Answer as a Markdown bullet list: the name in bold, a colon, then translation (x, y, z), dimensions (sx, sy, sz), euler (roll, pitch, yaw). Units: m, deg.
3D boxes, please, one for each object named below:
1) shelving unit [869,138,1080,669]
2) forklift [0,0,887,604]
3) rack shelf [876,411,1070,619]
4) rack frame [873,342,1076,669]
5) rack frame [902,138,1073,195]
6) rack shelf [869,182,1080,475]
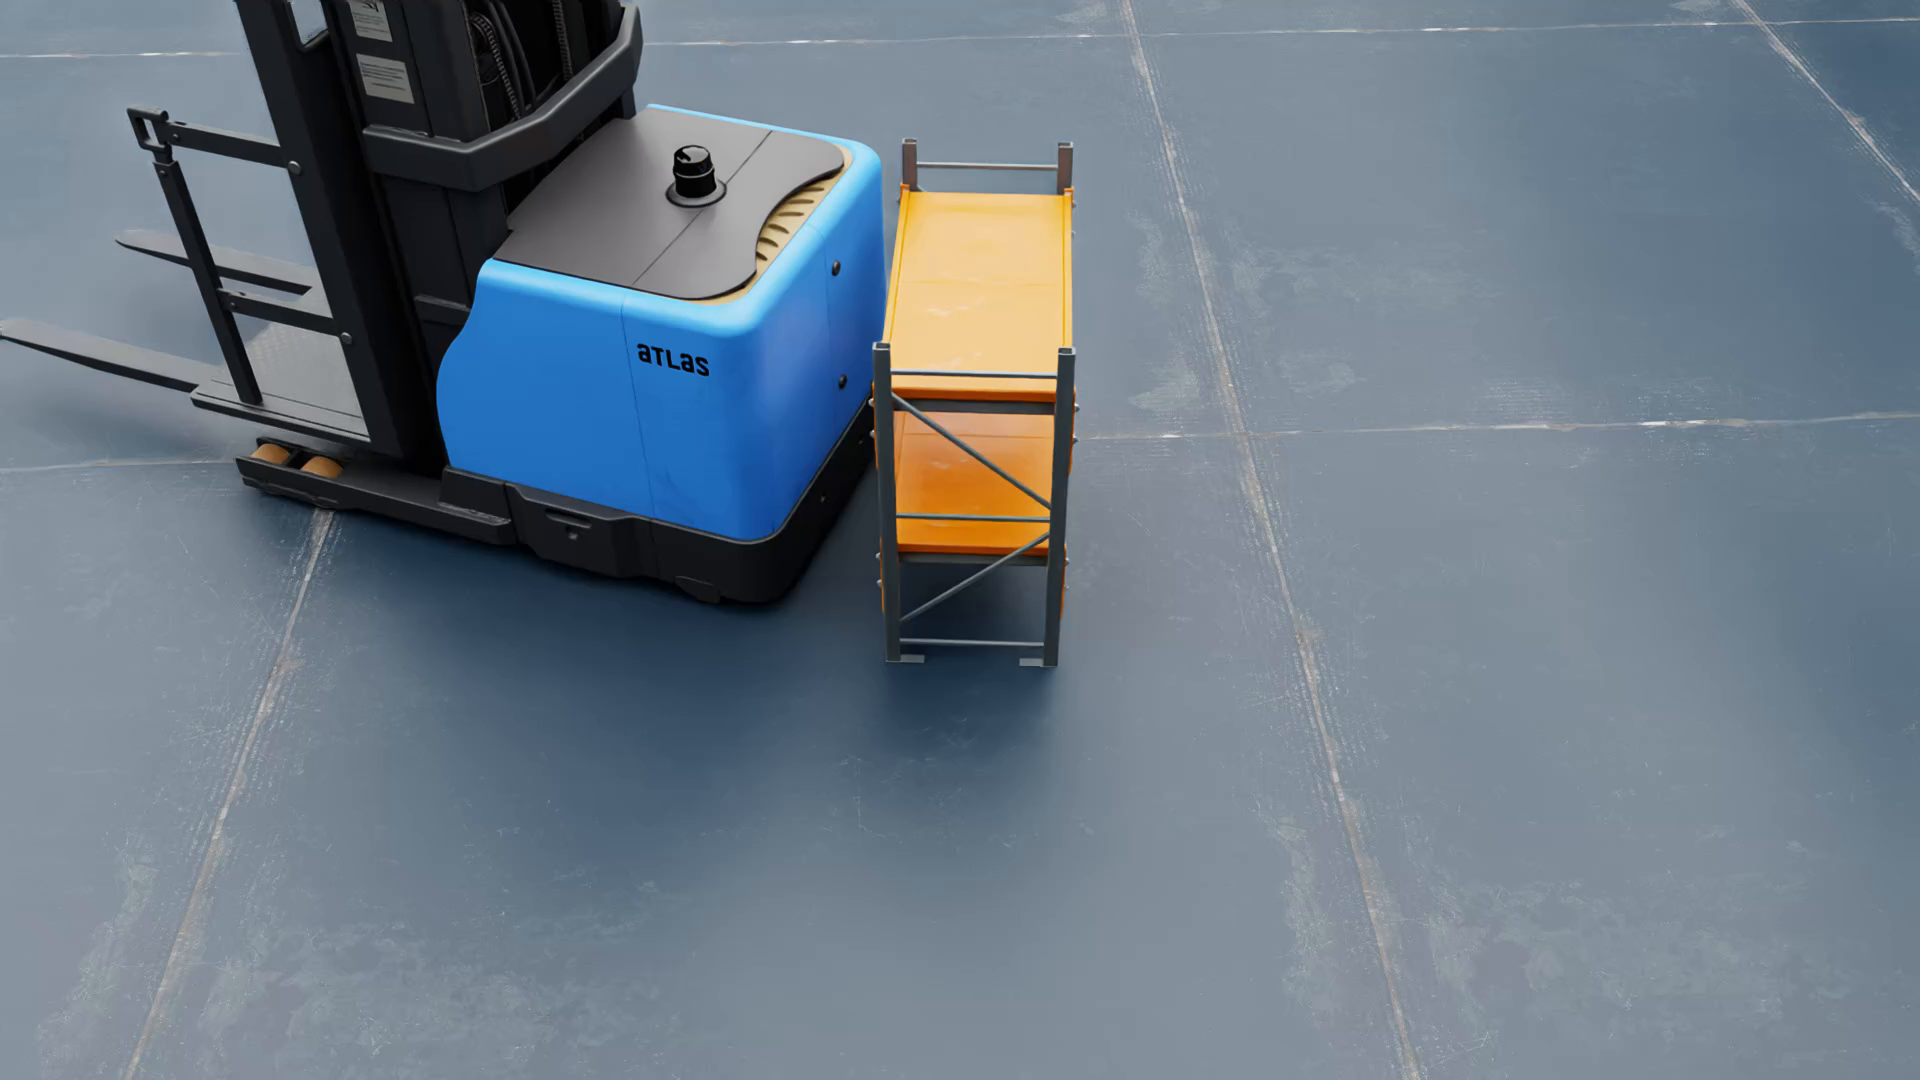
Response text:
- **shelving unit**: translation (0.057, -0.401, 4.855), dimensions (0.538, 1.125, 1.048), euler (2, 43, 2)
- **forklift**: translation (-1.792, -1.502, 4.720), dimensions (3.031, 2.935, 1.130), euler (14, 44, 15)
- **rack shelf**: translation (0.057, -0.221, 5.020), dimensions (0.538, 0.278, 1.000), euler (2, 43, 2)
- **rack frame**: translation (0.035, -0.058, 4.481), dimensions (0.500, 1.125, 0.032), euler (2, 43, 2)
- **rack frame**: translation (0.080, -0.744, 5.229), dimensions (0.500, 1.125, 0.032), euler (2, 43, 2)
- **rack shelf**: translation (0.057, -0.617, 4.657), dimensions (0.538, 0.278, 1.000), euler (2, 43, 2)
